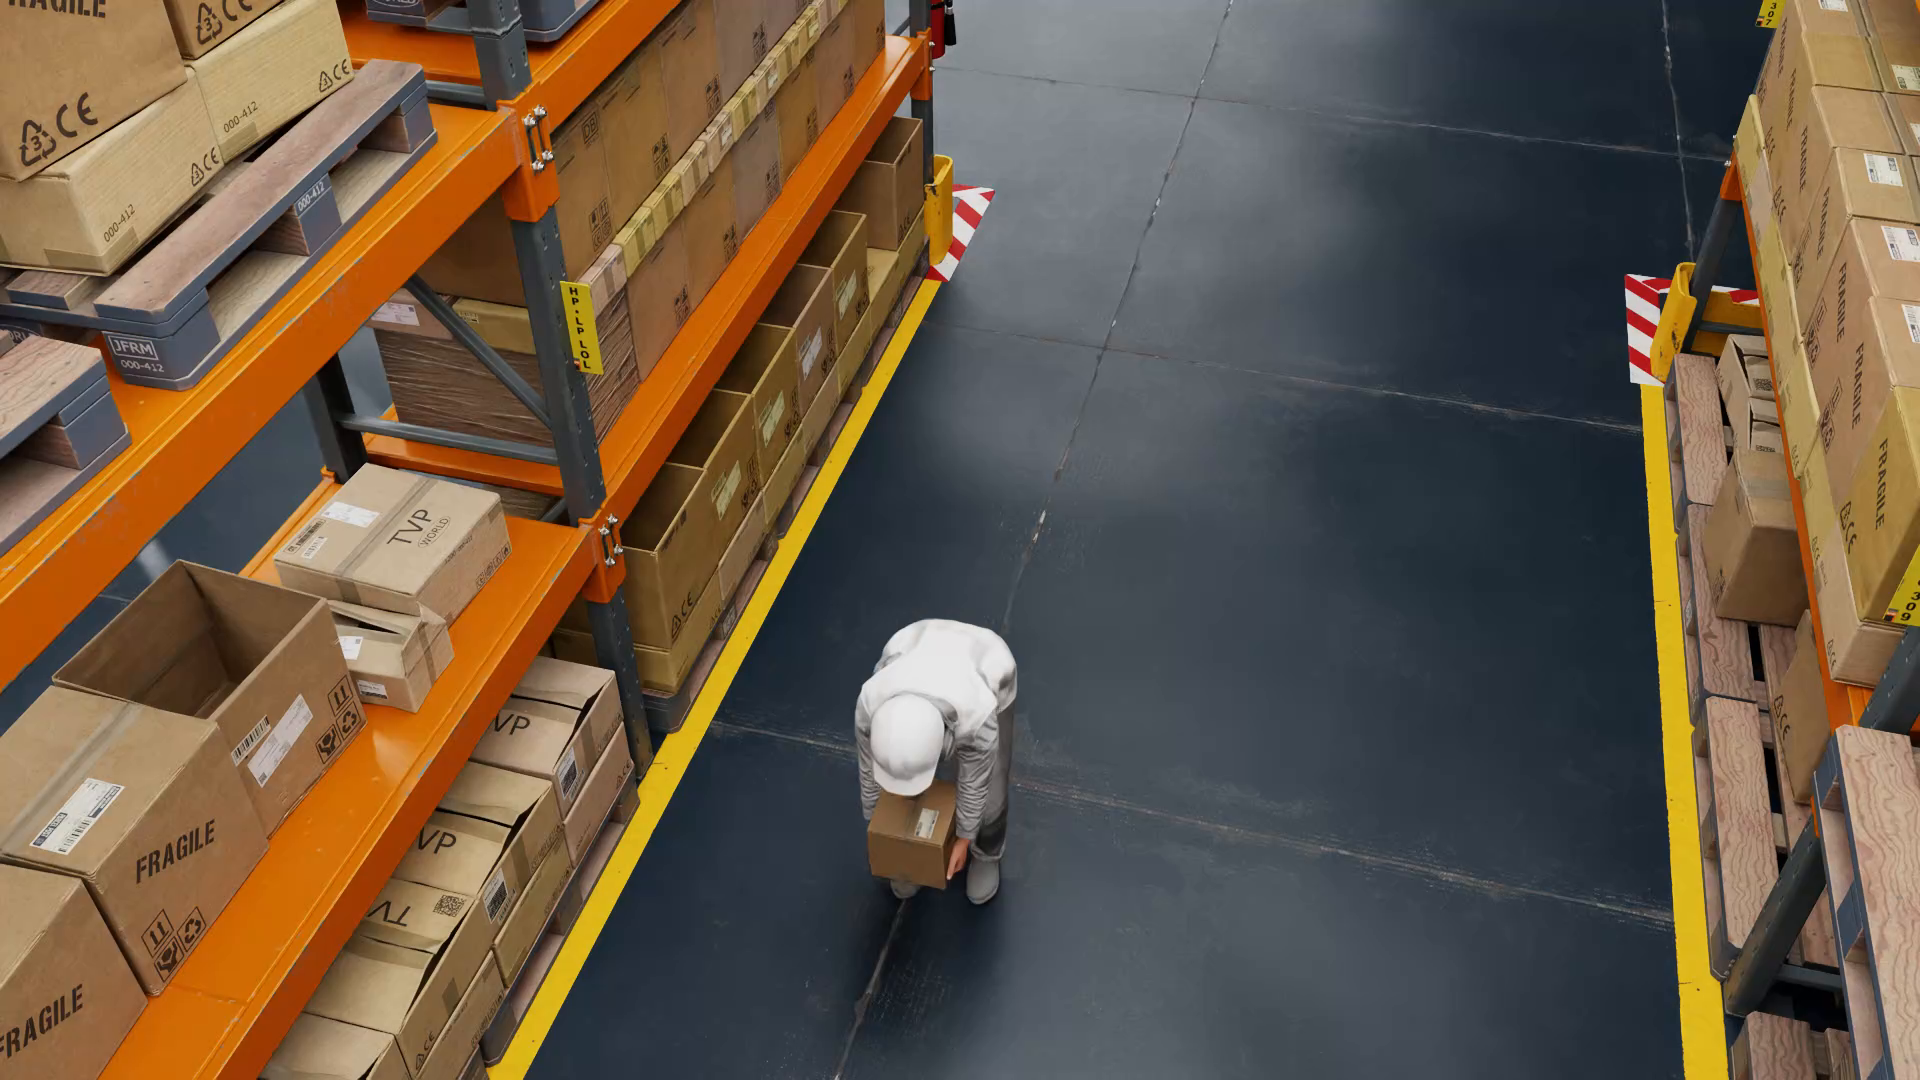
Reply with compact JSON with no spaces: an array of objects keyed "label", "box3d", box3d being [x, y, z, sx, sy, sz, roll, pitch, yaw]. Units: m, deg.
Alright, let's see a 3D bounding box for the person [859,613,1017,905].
[{"label":"person","box3d":[-0.070,0.697,5.481,0.471,1.579,0.803,9,42,10]}]
